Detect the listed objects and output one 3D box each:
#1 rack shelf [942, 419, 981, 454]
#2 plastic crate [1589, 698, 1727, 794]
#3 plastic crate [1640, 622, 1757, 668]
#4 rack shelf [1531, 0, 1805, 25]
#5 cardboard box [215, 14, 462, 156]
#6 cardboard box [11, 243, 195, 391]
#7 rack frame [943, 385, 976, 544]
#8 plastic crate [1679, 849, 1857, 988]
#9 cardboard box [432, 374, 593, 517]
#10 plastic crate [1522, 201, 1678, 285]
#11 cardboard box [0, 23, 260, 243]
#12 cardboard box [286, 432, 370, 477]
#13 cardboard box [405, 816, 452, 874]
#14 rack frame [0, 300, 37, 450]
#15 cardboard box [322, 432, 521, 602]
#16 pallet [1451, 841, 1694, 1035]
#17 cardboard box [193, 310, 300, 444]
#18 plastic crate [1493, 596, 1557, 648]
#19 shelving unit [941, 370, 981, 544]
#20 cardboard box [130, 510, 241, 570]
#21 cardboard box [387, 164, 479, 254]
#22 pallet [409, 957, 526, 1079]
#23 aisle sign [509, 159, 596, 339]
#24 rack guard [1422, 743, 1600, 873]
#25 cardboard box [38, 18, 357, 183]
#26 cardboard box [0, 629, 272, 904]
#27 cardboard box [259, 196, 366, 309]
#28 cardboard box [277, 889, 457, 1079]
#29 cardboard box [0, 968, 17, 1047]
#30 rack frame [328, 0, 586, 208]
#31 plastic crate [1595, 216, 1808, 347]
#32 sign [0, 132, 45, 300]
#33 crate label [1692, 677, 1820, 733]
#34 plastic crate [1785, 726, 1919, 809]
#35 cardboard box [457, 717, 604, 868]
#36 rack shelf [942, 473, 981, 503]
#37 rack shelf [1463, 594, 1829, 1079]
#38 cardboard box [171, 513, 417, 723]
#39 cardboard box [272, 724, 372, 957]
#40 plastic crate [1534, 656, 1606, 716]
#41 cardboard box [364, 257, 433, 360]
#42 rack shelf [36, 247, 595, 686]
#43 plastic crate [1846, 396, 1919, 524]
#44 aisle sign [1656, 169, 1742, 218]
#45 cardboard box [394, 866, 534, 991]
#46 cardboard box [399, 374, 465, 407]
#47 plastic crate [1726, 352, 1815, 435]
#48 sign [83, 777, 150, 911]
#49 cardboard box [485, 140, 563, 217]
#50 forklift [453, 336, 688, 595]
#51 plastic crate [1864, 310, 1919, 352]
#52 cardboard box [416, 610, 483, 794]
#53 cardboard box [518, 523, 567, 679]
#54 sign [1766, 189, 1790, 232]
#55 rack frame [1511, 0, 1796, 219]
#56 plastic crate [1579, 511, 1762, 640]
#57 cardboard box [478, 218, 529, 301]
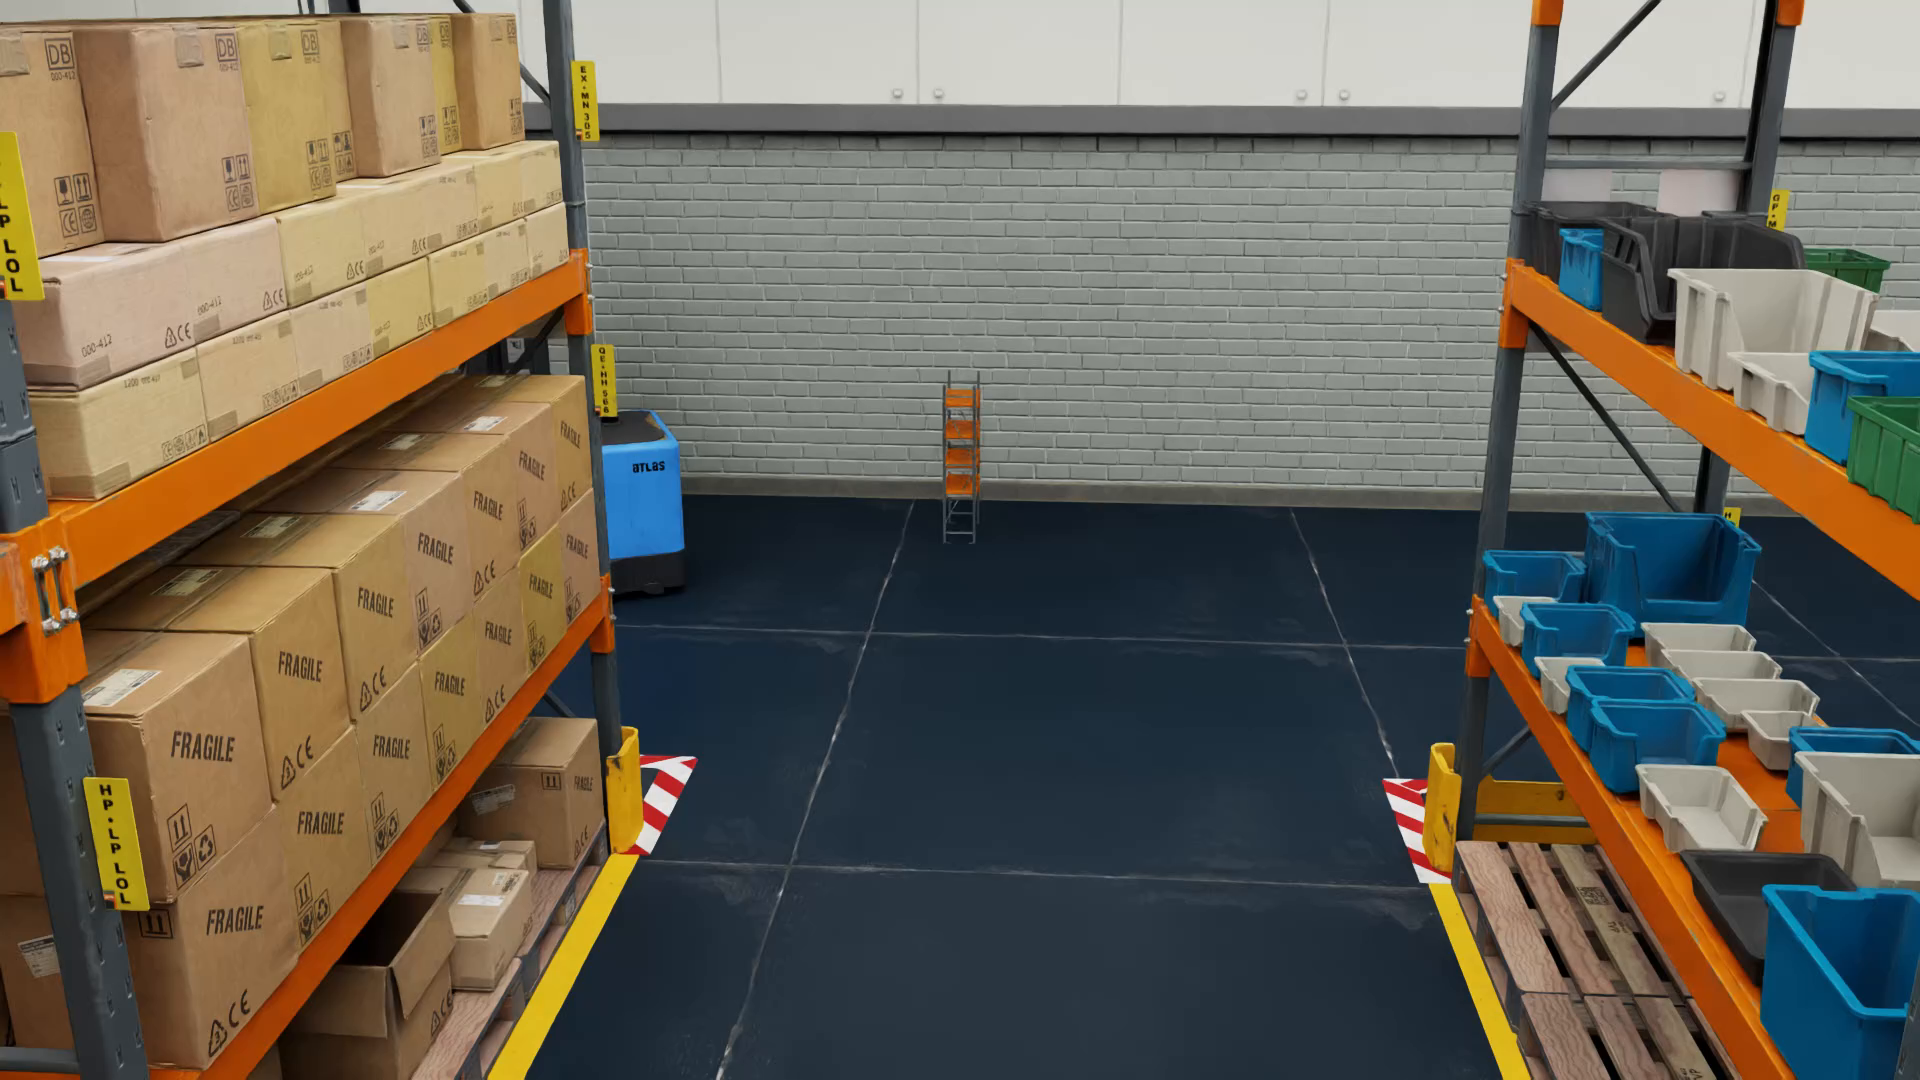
[{"bbox_3d":[0.012,-0.770,12.344,0.258,0.148,0.480,1,18,4],"label":"rack shelf"},{"bbox_3d":[2.343,0.707,5.622,0.416,0.233,0.300,1,18,4],"label":"plastic crate"},{"bbox_3d":[2.927,0.438,6.596,0.396,0.136,0.243,1,18,4],"label":"plastic crate"},{"bbox_3d":[2.662,-1.614,4.694,1.077,0.370,4.000,1,18,4],"label":"rack shelf"},{"bbox_3d":[-2.276,-1.663,6.096,0.700,0.500,0.500,1,18,4],"label":"cardboard box"},{"bbox_3d":[-2.140,-0.523,3.821,0.500,0.250,0.500,1,18,4],"label":"cardboard box"},{"bbox_3d":[-0.006,-0.546,12.162,0.240,1.200,0.015,1,18,4],"label":"rack frame"},{"bbox_3d":[2.330,1.075,4.671,0.437,0.125,0.590,1,18,4],"label":"plastic crate"},{"bbox_3d":[-1.893,-0.406,7.079,0.500,0.500,0.500,1,18,3],"label":"cardboard box"},{"bbox_3d":[2.499,-1.166,6.557,0.497,0.269,0.590,1,18,4],"label":"plastic crate"},{"bbox_3d":[-2.248,-1.038,4.188,0.700,0.500,0.500,1,18,4],"label":"cardboard box"},{"bbox_3d":[-2.501,-0.101,6.147,0.500,0.500,0.500,2,18,5],"label":"cardboard box"},{"bbox_3d":[-2.493,1.388,7.080,0.500,0.250,0.500,1,18,4],"label":"cardboard box"},{"bbox_3d":[-2.422,-1.636,2.965,1.000,3.000,0.127,1,18,4],"label":"rack frame"},{"bbox_3d":[-1.961,-0.088,6.108,0.500,0.500,0.500,2,18,5],"label":"cardboard box"},{"bbox_3d":[2.707,1.664,7.005,1.003,0.211,1.213,1,18,4],"label":"pallet"},{"bbox_3d":[-2.101,-0.440,4.373,0.500,0.250,0.500,1,18,4],"label":"cardboard box"},{"bbox_3d":[2.353,0.348,6.871,0.250,0.136,0.298,1,18,4],"label":"plastic crate"},{"bbox_3d":[0.012,-0.622,12.393,0.258,1.200,0.503,1,18,4],"label":"shelving unit"},{"bbox_3d":[-2.574,0.213,5.188,0.500,0.500,0.500,1,18,4],"label":"cardboard box"},{"bbox_3d":[-1.993,-1.144,5.717,0.500,0.250,0.500,1,18,4],"label":"cardboard box"},{"bbox_3d":[-2.287,1.947,6.144,1.003,0.211,1.213,1,18,4],"label":"pallet"},{"bbox_3d":[-1.825,-1.277,7.329,0.394,0.787,0.004,1,18,4],"label":"aisle sign"},{"bbox_3d":[2.794,1.264,7.762,1.175,0.500,0.348,1,18,4],"label":"rack guard"},{"bbox_3d":[-2.334,-1.352,5.147,0.700,0.500,0.500,1,18,4],"label":"cardboard box"},{"bbox_3d":[-2.108,0.552,4.155,0.500,0.500,0.500,2,18,5],"label":"cardboard box"},{"bbox_3d":[-2.058,-0.833,4.769,0.500,0.250,0.500,1,18,4],"label":"cardboard box"},{"bbox_3d":[-2.293,1.608,6.000,0.797,0.503,0.637,1,18,4],"label":"cardboard box"},{"bbox_3d":[-2.642,1.006,4.375,0.500,0.500,0.500,2,18,5],"label":"cardboard box"},{"bbox_3d":[-2.135,-2.879,6.756,1.000,3.000,0.127,1,18,4],"label":"rack frame"},{"bbox_3d":[2.421,-0.844,5.463,0.504,0.338,0.767,1,18,4],"label":"plastic crate"},{"bbox_3d":[-1.868,-0.632,3.256,0.100,0.325,0.005,1,18,4],"label":"sign"},{"bbox_3d":[2.896,0.615,6.057,0.396,0.136,0.243,1,18,4],"label":"crate label"},{"bbox_3d":[2.913,0.779,5.402,0.416,0.233,0.300,1,18,4],"label":"plastic crate"},{"bbox_3d":[-1.929,1.125,7.479,0.500,0.500,0.500,1,18,4],"label":"cardboard box"},{"bbox_3d":[0.012,-0.369,12.476,0.258,0.148,0.480,1,18,4],"label":"rack shelf"},{"bbox_3d":[2.662,1.047,5.566,1.077,0.370,4.000,1,18,4],"label":"rack shelf"},{"bbox_3d":[-2.034,0.232,5.132,0.500,0.500,0.500,1,18,2],"label":"cardboard box"},{"bbox_3d":[-2.080,0.856,4.834,0.500,0.500,0.500,2,18,5],"label":"cardboard box"},{"bbox_3d":[2.305,0.559,6.228,0.250,0.136,0.298,1,18,4],"label":"plastic crate"},{"bbox_3d":[-2.031,-0.751,5.321,0.500,0.250,0.500,1,18,4],"label":"cardboard box"},{"bbox_3d":[-2.279,-0.490,5.440,1.077,0.370,4.000,1,18,4],"label":"rack shelf"},{"bbox_3d":[2.247,-0.137,3.546,0.450,0.188,0.662,1,18,4],"label":"plastic crate"},{"bbox_3d":[3.102,-1.167,6.993,0.394,0.787,0.004,1,18,4],"label":"aisle sign"},{"bbox_3d":[-2.027,1.539,6.620,0.500,0.250,0.500,1,18,4],"label":"cardboard box"},{"bbox_3d":[-2.430,-0.418,7.117,0.500,0.500,0.500,2,18,6],"label":"cardboard box"},{"bbox_3d":[2.230,-0.377,4.363,0.293,0.136,0.466,1,18,4],"label":"plastic crate"},{"bbox_3d":[-1.868,0.676,3.684,0.100,0.325,0.005,1,18,4],"label":"sign"},{"bbox_3d":[-1.918,-1.454,6.665,0.500,0.250,0.500,1,18,4],"label":"cardboard box"},{"bbox_3d":[-3.426,-1.019,10.825,3.031,2.935,1.130,-6,19,-18],"label":"forklift"},{"bbox_3d":[2.904,-0.569,4.948,0.437,0.136,0.530,1,18,4],"label":"plastic crate"},{"bbox_3d":[-2.007,0.542,5.790,0.500,0.500,0.500,1,18,3],"label":"cardboard box"},{"bbox_3d":[-1.930,0.231,6.740,0.500,0.500,0.500,1,18,4],"label":"cardboard box"},{"bbox_3d":[3.355,-1.284,6.877,0.100,0.325,0.005,1,18,4],"label":"sign"},{"bbox_3d":[2.805,-2.767,6.415,1.000,3.000,0.127,1,18,4],"label":"rack frame"},{"bbox_3d":[2.967,0.147,7.004,0.616,0.435,0.499,1,18,4],"label":"plastic crate"},{"bbox_3d":[-1.956,-1.061,6.269,0.500,0.250,0.500,1,18,4],"label":"cardboard box"}]
